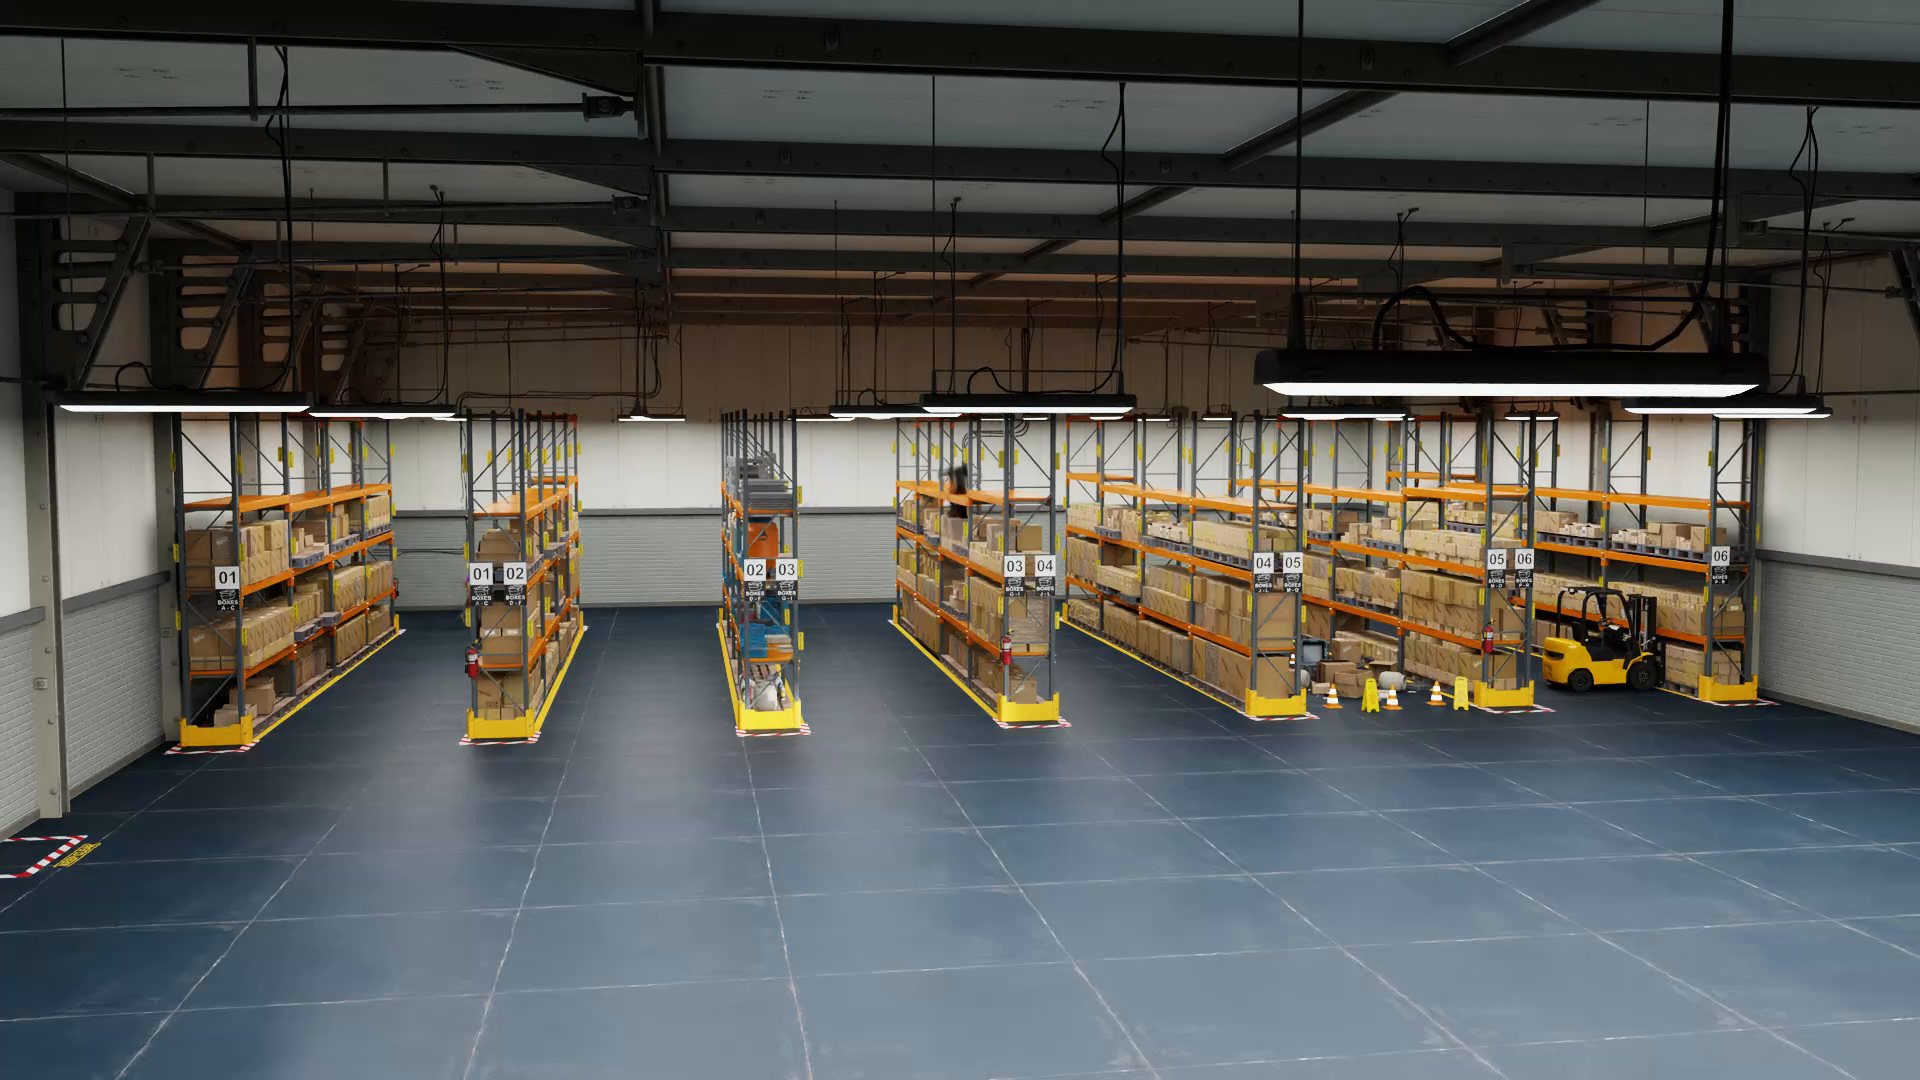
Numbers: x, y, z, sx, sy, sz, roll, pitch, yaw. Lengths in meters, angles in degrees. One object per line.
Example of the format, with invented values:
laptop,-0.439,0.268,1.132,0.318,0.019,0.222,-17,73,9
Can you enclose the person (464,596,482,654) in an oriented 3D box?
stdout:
person,-12.048,1.968,41.712,0.728,1.734,0.721,-2,4,-22

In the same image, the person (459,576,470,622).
person,-13.681,1.538,46.985,0.976,1.749,0.692,-1,4,-8
